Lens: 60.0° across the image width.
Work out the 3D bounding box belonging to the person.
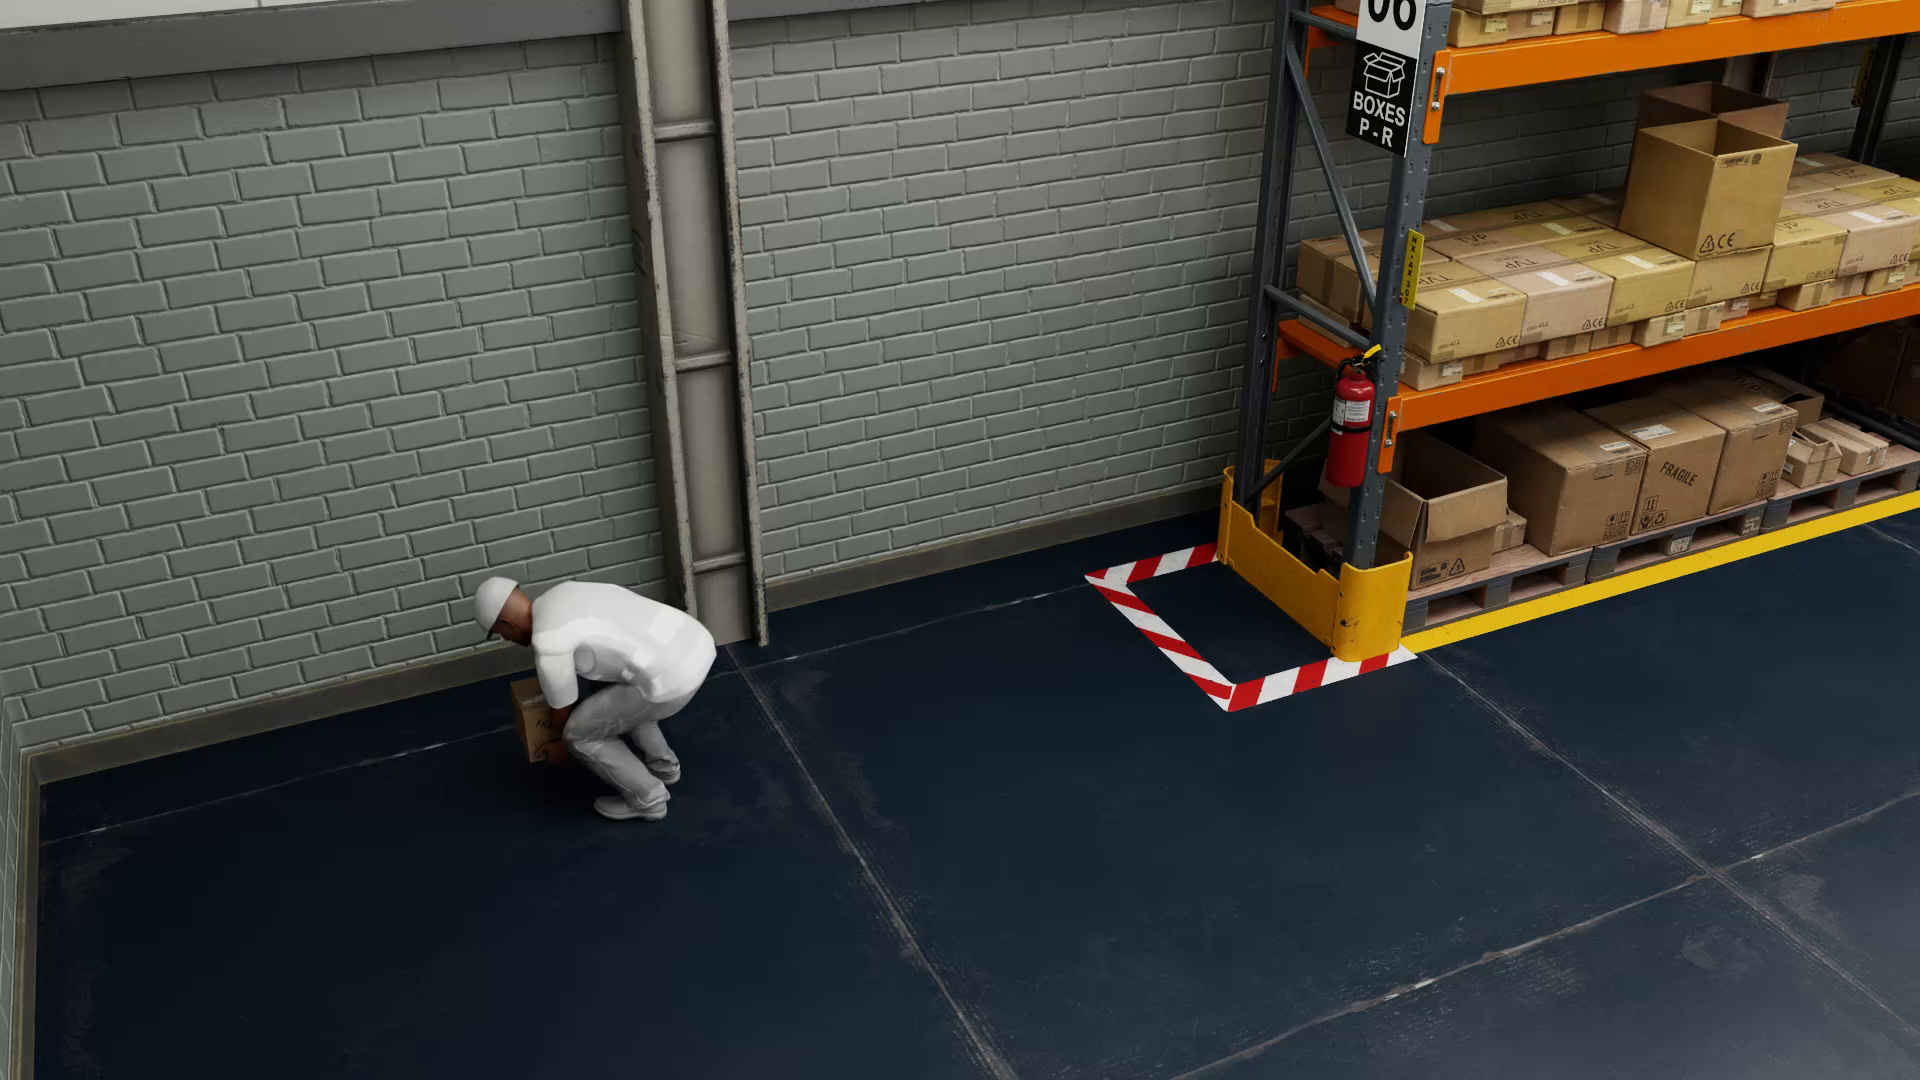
[{"bbox_3d":[-1.472,0.623,6.767,0.950,1.010,0.526,5,30,10],"label":"person"}]
